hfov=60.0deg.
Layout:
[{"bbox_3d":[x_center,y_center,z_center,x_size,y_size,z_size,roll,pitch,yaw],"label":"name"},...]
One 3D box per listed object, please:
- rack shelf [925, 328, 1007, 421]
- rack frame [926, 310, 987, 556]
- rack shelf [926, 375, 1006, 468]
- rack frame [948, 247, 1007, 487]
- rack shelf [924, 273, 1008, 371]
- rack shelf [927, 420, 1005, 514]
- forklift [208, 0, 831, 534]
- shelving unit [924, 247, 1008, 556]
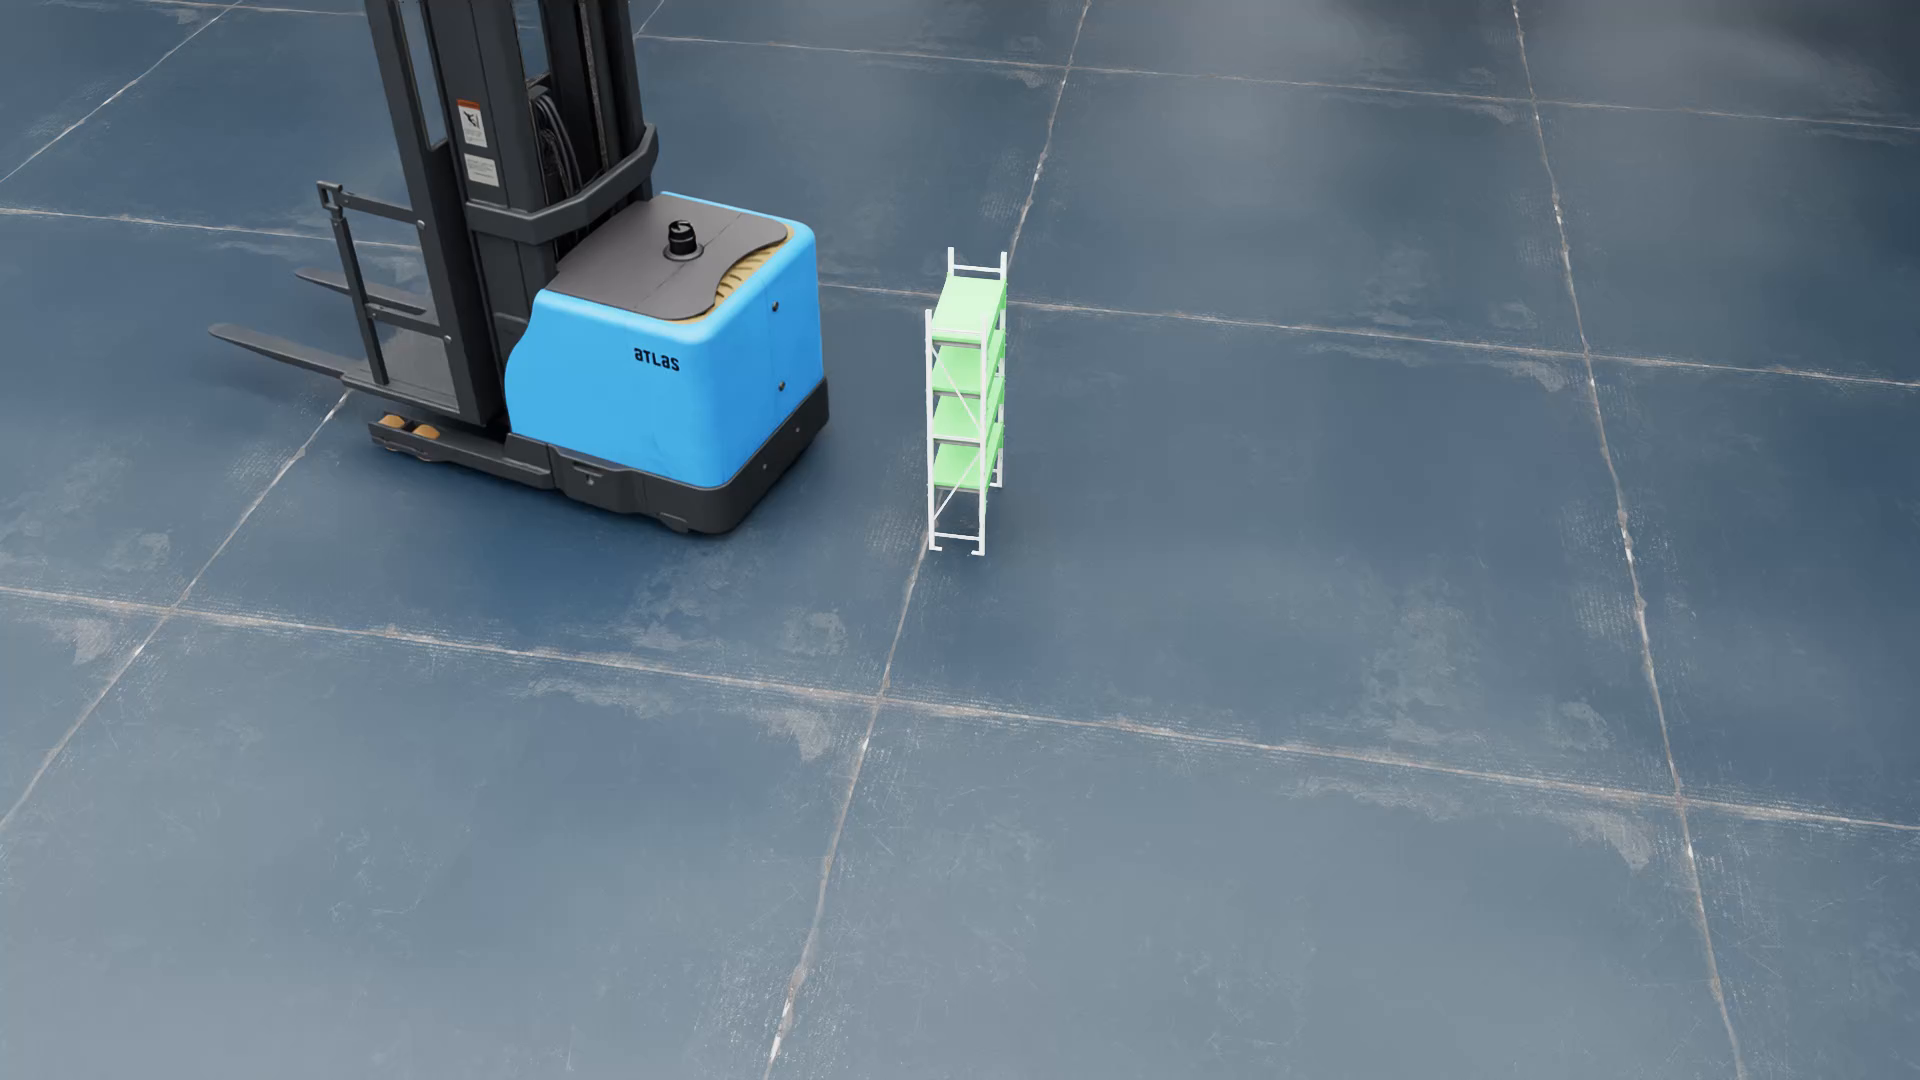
[{"bbox_3d":[0.029,-0.702,6.881,0.258,0.148,0.480,6,40,8],"label":"rack shelf"},{"bbox_3d":[-0.014,-0.413,6.808,0.240,1.200,0.015,6,40,8],"label":"rack frame"},{"bbox_3d":[0.029,-0.517,7.034,0.258,0.148,0.480,6,40,8],"label":"rack shelf"},{"bbox_3d":[0.071,-0.719,7.179,0.240,1.200,0.015,6,40,8],"label":"rack frame"},{"bbox_3d":[0.029,-0.887,6.728,0.258,0.148,0.480,6,40,8],"label":"rack shelf"},{"bbox_3d":[0.029,-0.332,7.187,0.258,0.148,0.480,6,40,8],"label":"rack shelf"},{"bbox_3d":[-2.169,-1.780,7.102,3.031,2.935,1.130,16,42,19],"label":"forklift"},{"bbox_3d":[0.029,-0.566,6.993,0.258,1.200,0.503,6,40,8],"label":"shelving unit"}]
